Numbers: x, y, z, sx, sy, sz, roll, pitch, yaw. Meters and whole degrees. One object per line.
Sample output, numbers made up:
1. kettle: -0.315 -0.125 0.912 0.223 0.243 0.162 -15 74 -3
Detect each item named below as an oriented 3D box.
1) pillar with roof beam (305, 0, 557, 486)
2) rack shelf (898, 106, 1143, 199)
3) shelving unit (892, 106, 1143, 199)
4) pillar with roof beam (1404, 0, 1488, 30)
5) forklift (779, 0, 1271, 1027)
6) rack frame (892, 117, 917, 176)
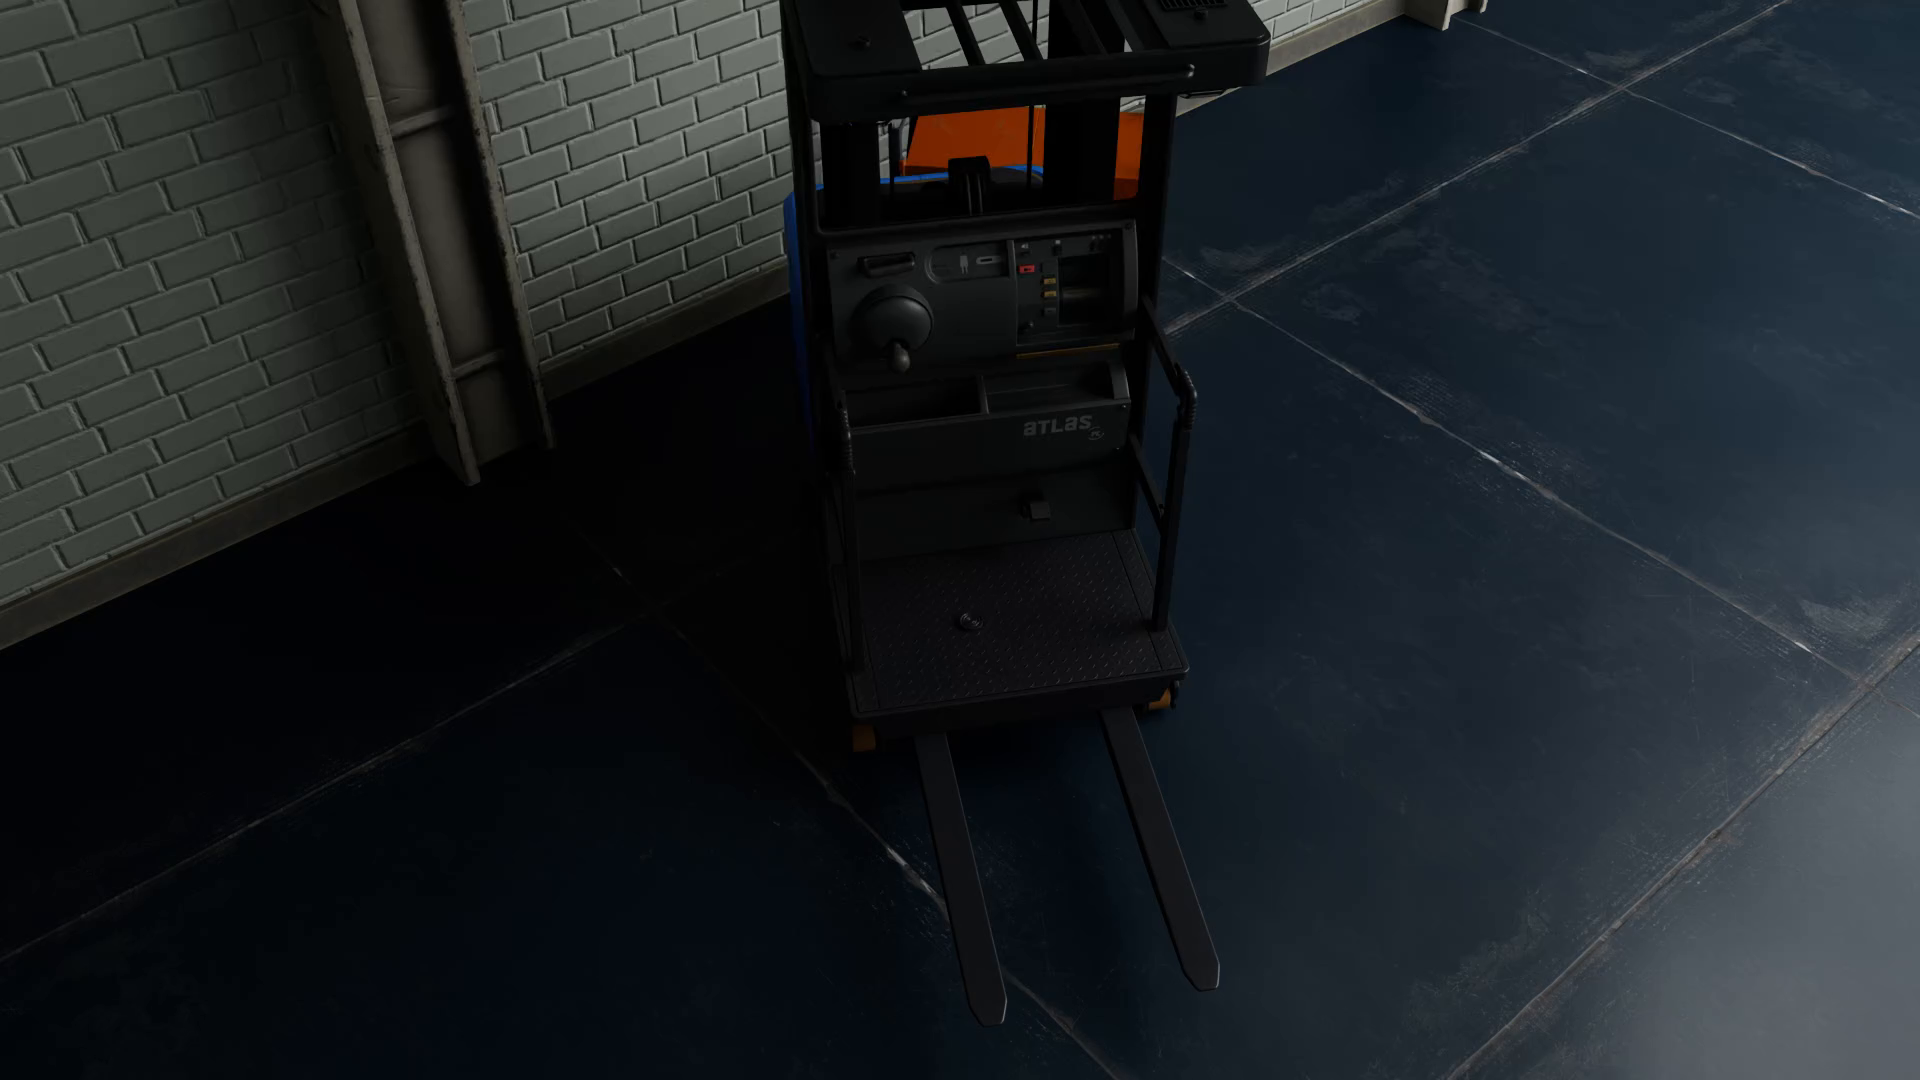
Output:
1. pillar with roof beam: 0.902 -1.393 1.160 0.400 9.000 9.100 -30 51 -28
2. rack shelf: 0.290 -1.482 6.579 1.000 0.278 0.538 4 43 5
3. shelving unit: 0.290 -1.269 6.779 1.048 1.125 0.538 4 43 5
4. pillar with roof beam: 5.505 -4.029 3.966 0.400 9.000 9.100 -30 51 -28
5. forklift: 0.114 -0.644 4.795 1.130 2.935 3.031 -7 44 -8
6. rack frame: -0.215 -1.309 6.822 0.032 1.125 0.500 4 43 5
